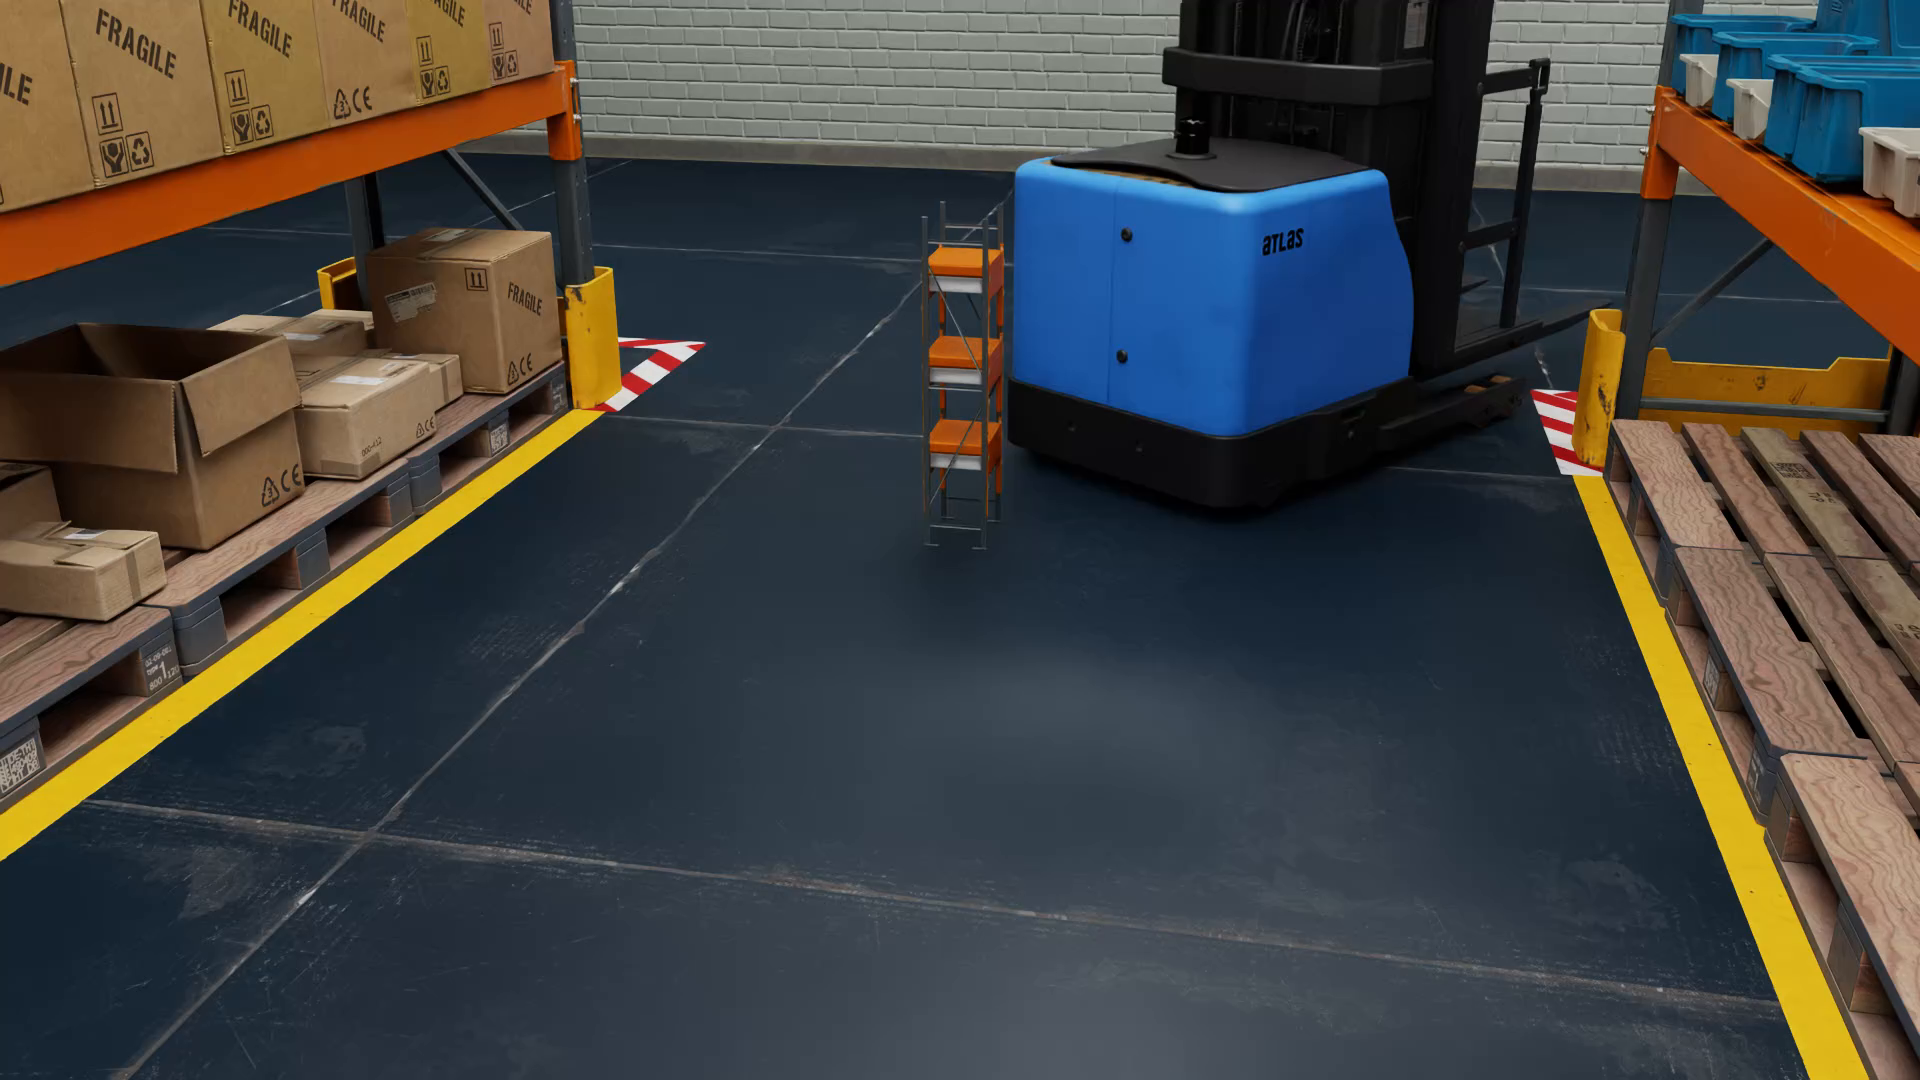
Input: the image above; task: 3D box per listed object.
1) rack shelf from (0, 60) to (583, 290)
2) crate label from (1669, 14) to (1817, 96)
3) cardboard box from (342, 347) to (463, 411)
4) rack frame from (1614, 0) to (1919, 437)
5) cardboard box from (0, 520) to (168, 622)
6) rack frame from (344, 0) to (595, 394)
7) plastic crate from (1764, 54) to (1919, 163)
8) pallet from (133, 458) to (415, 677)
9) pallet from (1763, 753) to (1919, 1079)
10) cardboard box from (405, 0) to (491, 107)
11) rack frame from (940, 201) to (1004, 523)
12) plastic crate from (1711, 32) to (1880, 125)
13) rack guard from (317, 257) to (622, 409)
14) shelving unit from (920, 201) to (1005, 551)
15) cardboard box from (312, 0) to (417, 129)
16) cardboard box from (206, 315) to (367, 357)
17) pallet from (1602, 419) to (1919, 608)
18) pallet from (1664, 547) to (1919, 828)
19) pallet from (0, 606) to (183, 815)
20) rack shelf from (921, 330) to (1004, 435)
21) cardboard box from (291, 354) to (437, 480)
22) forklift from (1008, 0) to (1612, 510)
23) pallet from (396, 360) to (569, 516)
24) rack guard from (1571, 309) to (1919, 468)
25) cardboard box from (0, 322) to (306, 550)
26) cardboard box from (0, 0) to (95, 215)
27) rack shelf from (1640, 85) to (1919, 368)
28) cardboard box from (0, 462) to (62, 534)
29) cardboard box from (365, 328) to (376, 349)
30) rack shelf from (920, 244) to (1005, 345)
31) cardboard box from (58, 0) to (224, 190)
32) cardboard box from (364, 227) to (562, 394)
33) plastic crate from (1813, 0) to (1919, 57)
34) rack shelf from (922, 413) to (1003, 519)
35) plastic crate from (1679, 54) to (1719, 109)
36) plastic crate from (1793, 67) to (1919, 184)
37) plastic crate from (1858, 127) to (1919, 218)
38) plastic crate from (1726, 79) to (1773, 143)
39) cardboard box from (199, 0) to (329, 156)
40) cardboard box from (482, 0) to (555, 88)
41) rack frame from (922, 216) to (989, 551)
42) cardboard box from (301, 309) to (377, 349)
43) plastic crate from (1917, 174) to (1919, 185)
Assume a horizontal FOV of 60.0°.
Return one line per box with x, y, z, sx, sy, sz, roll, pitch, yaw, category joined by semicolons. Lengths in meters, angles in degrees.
-2.393;-0.981;4.736;1.077;0.370;4.000;4;22;11;rack shelf
2.491;-1.552;5.335;0.416;0.233;0.303;4;22;11;crate label
-2.025;-0.577;5.974;0.380;0.166;0.250;4;22;11;cardboard box
2.864;-1.667;5.477;1.000;3.000;0.127;4;22;11;rack frame
-2.337;0.073;4.360;0.380;0.166;0.250;4;22;11;cardboard box
-1.985;-2.046;6.418;1.000;3.000;0.127;4;22;11;rack frame
2.222;-1.070;4.139;0.416;0.233;0.300;4;22;11;plastic crate
-2.413;0.012;5.041;1.003;0.211;1.213;4;22;11;pallet
2.159;0.818;3.041;1.003;0.211;1.213;4;22;11;pallet
-1.912;-1.718;5.469;0.500;0.500;0.500;5;22;11;cardboard box
0.036;-0.551;5.317;0.200;1.050;0.008;4;22;11;rack frame
2.357;-1.311;4.737;0.416;0.233;0.300;4;22;11;plastic crate
-2.000;-0.858;6.816;1.175;0.500;0.348;4;22;11;rack guard
0.011;-0.507;5.206;0.215;1.050;0.252;4;22;11;shelving unit
-2.019;-1.536;5.017;0.500;0.500;0.500;5;22;11;cardboard box
-2.475;-0.614;5.955;0.500;0.250;0.500;4;22;11;cardboard box
2.657;-0.075;5.256;1.003;0.211;1.213;4;22;11;pallet
2.406;0.370;4.152;1.003;0.211;1.213;4;22;11;pallet
-2.660;0.460;3.930;1.003;0.211;1.213;4;22;11;pallet
0.011;-0.497;5.210;0.215;0.259;0.240;4;22;11;rack shelf
-2.078;-0.412;5.452;0.500;0.250;0.500;4;22;11;cardboard box
1.583;-1.914;6.182;3.031;2.935;1.130;-20;29;-40;forklift
-2.162;-0.433;6.146;1.003;0.211;1.213;4;22;11;pallet
2.856;-0.517;5.968;1.175;0.500;0.348;4;22;11;rack guard
-2.423;-0.316;4.877;0.797;0.503;0.637;4;22;11;cardboard box
-2.329;-0.982;3.644;0.500;0.500;0.500;5;22;12;cardboard box
2.455;-0.602;3.795;1.077;0.370;4.000;4;22;11;rack shelf
-2.809;-0.044;4.458;0.500;0.311;0.500;4;22;11;cardboard box
-2.458;-0.717;6.323;0.380;0.166;0.250;4;22;11;cardboard box
0.011;-0.760;5.104;0.215;0.259;0.240;4;22;11;rack shelf
-2.225;-1.165;4.098;0.500;0.500;0.500;4;22;11;cardboard box
-1.855;-0.873;6.262;0.500;0.500;0.500;4;22;11;cardboard box
2.978;-1.574;5.120;0.616;0.435;0.499;4;22;11;plastic crate
0.011;-0.239;5.314;0.215;0.259;0.240;4;22;11;rack shelf
2.344;-1.396;5.077;0.250;0.136;0.298;4;22;11;plastic crate
2.161;-0.960;3.867;0.416;0.233;0.300;4;22;11;plastic crate
2.108;-0.769;3.521;0.293;0.136;0.466;4;22;11;plastic crate
2.206;-1.148;4.461;0.250;0.136;0.298;4;22;11;plastic crate
-2.122;-1.351;4.560;0.500;0.500;0.500;4;22;10;cardboard box
-1.810;-1.908;5.941;0.500;0.500;0.500;5;23;13;cardboard box
-0.014;-0.462;5.095;0.200;1.050;0.008;4;22;11;rack frame
-2.407;-0.800;6.553;0.380;0.149;0.250;4;22;11;cardboard box
2.013;-0.534;2.952;0.437;0.125;0.590;4;22;11;plastic crate
